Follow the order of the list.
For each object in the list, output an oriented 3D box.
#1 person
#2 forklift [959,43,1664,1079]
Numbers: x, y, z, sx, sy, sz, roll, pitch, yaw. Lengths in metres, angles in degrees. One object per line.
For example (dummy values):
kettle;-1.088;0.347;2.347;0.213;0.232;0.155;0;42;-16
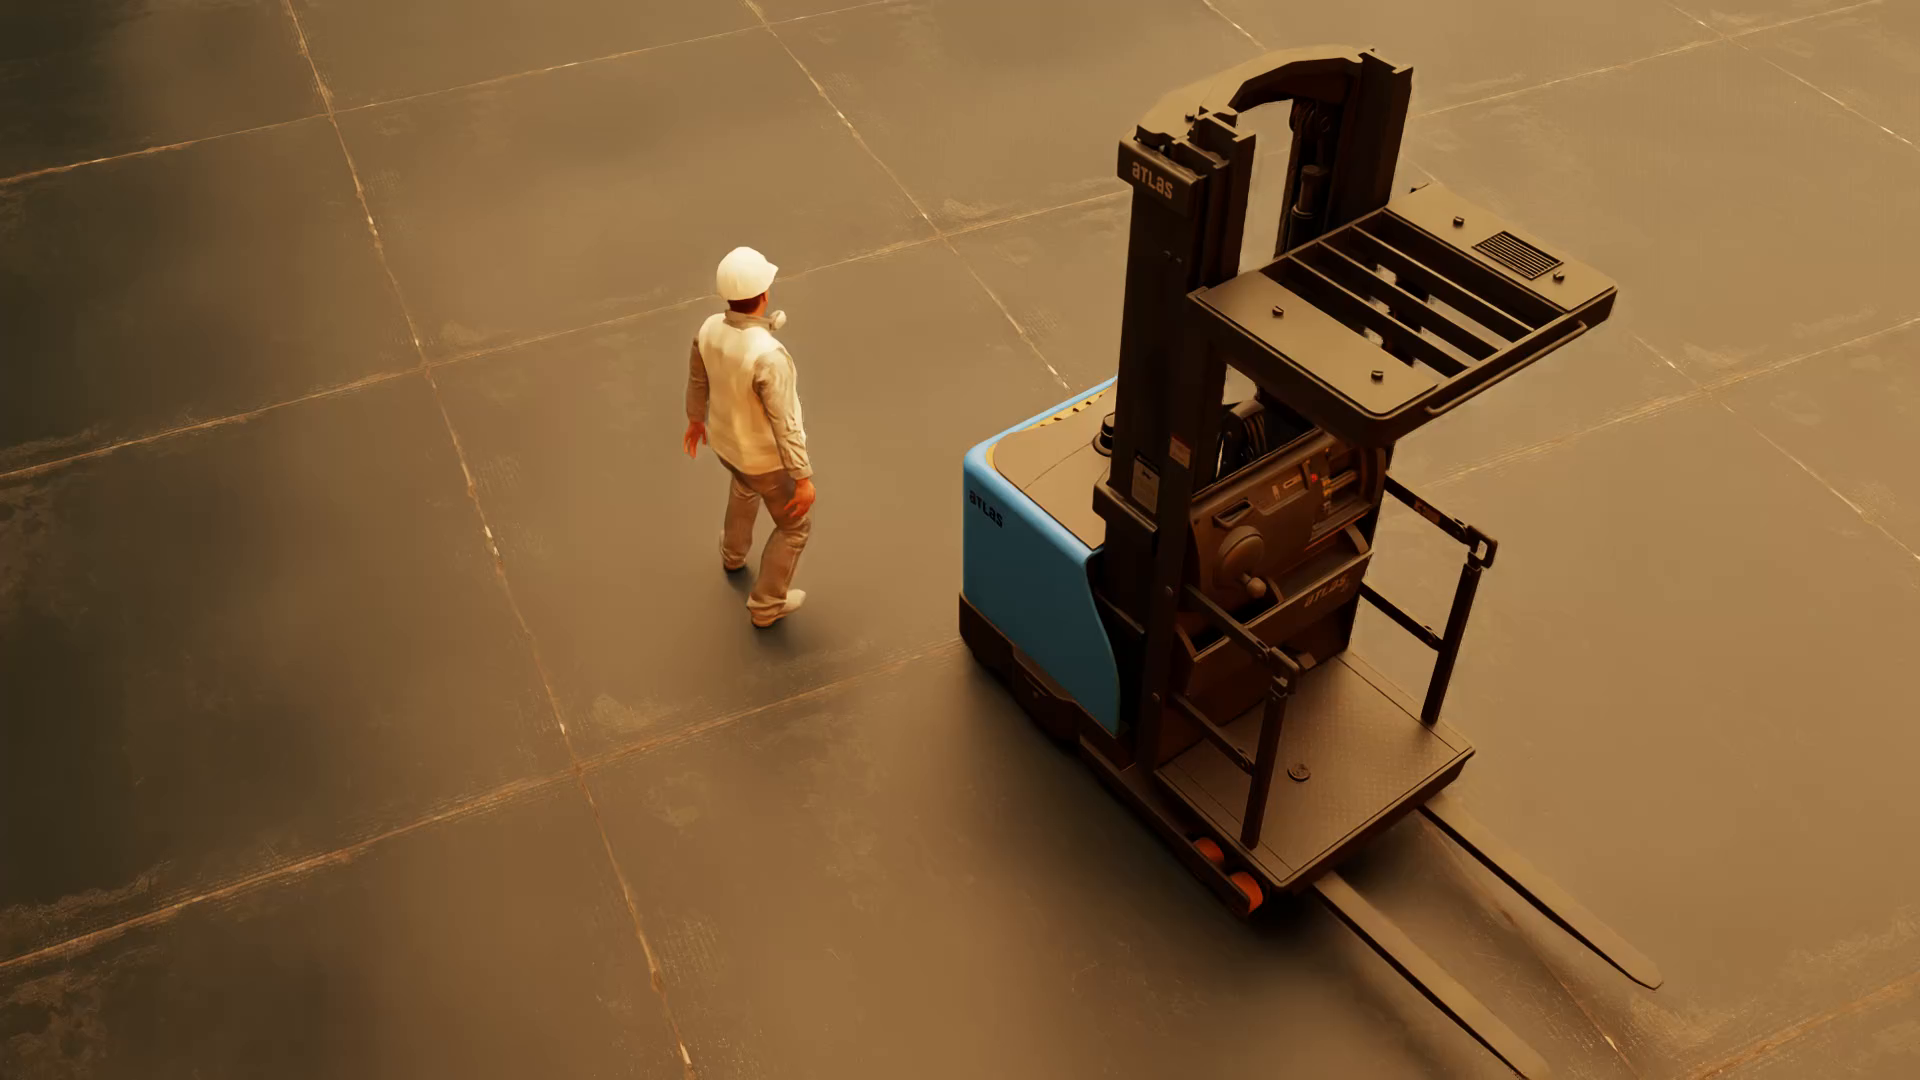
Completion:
person;-0.858;-0.421;7.034;0.464;1.745;0.867;-32;52;-29
forklift;1.291;-0.041;5.724;1.130;2.935;3.031;-28;50;-26
